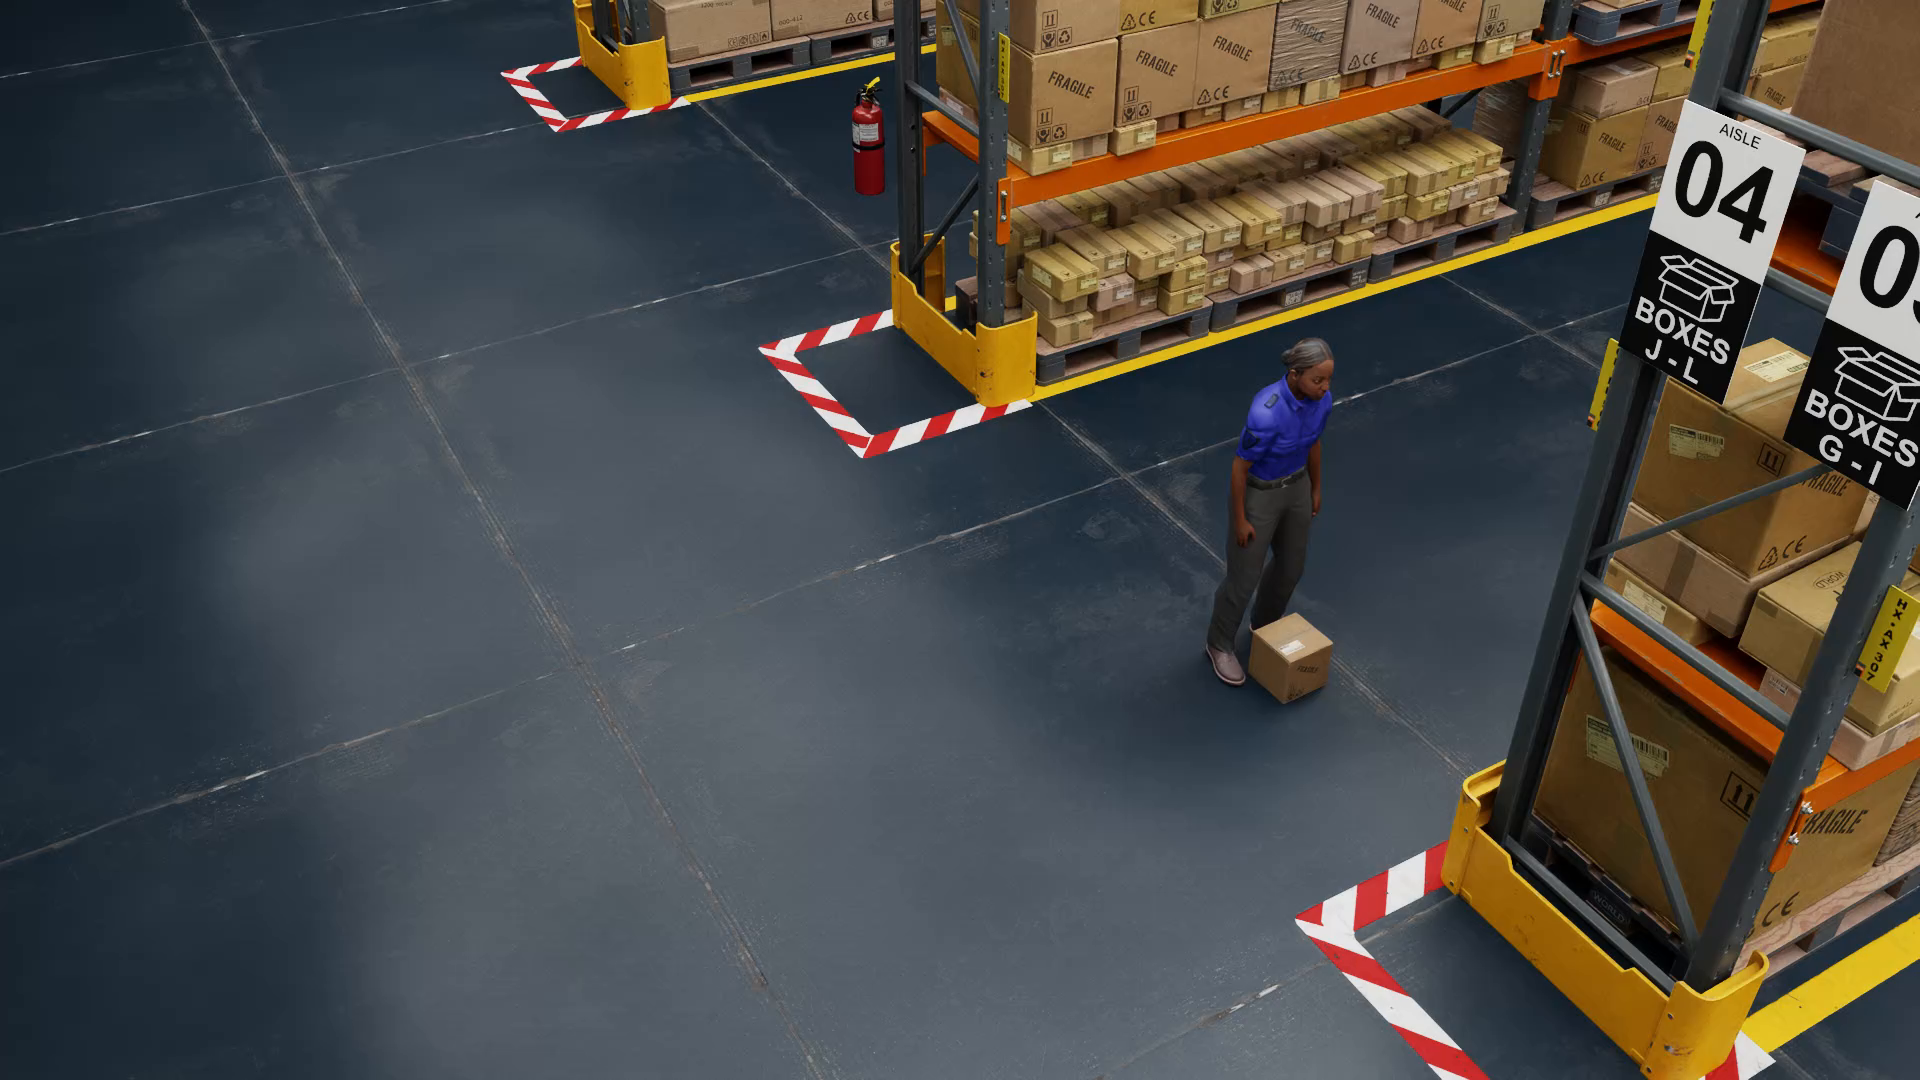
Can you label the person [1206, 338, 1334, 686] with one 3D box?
[{"bbox_3d":[1.346,-0.155,7.136,0.532,1.655,0.349,-22,42,-26],"label":"person"}]
